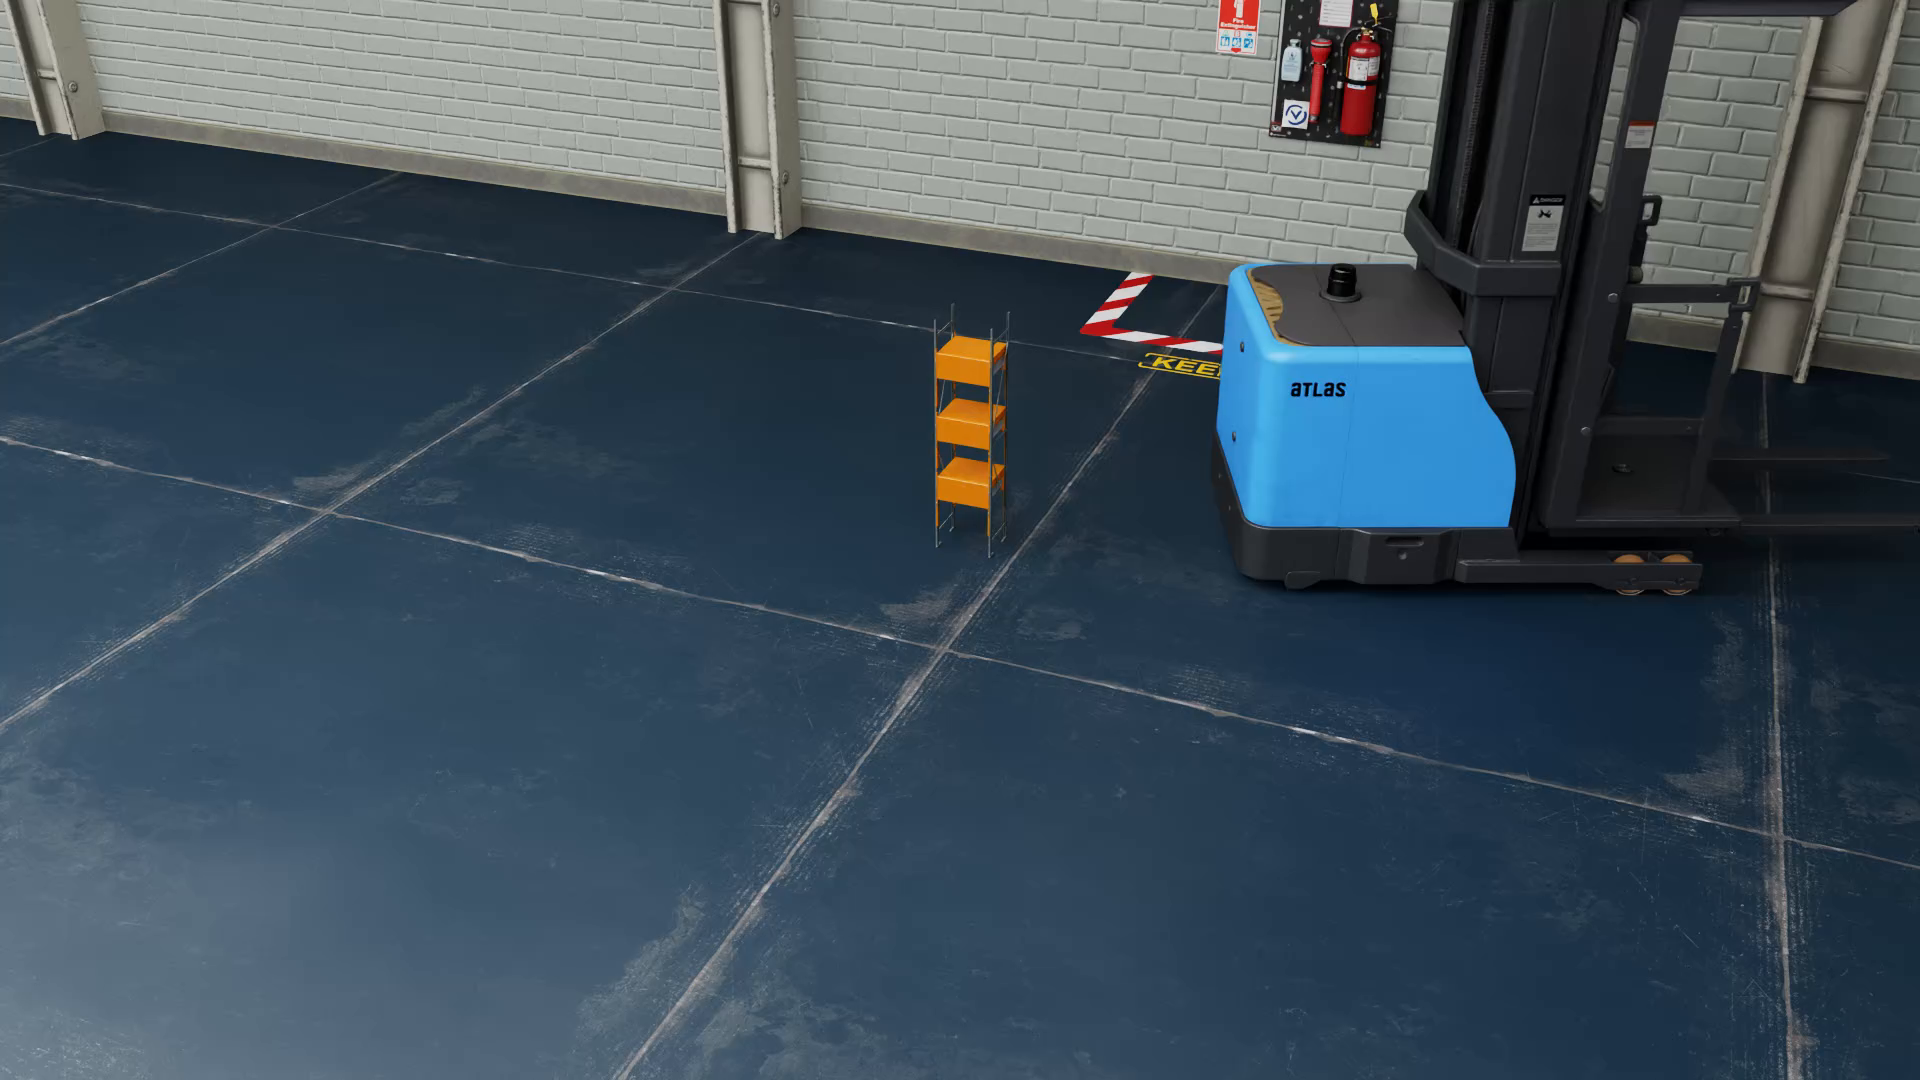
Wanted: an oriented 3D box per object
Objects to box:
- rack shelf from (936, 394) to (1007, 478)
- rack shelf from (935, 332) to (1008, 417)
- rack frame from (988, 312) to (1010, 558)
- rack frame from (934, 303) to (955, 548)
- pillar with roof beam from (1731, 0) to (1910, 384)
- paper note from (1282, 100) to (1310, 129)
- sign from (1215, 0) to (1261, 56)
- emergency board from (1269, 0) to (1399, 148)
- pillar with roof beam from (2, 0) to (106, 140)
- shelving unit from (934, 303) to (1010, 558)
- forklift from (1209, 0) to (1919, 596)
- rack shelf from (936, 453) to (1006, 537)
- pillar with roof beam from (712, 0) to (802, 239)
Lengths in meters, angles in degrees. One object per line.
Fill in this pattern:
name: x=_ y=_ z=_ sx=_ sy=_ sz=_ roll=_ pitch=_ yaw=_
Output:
rack shelf: x=0.050 y=-0.438 z=6.979 sx=0.240 sy=0.259 sz=0.215 roll=11 pitch=31 yaw=19
rack shelf: x=0.050 y=-0.685 z=6.840 sx=0.240 sy=0.259 sz=0.215 roll=11 pitch=31 yaw=19
rack frame: x=0.163 y=-0.425 z=6.934 sx=0.008 sy=1.050 sz=0.200 roll=11 pitch=31 yaw=19
rack frame: x=-0.063 y=-0.470 z=7.014 sx=0.008 sy=1.050 sz=0.200 roll=11 pitch=31 yaw=19
pillar with roof beam: x=2.676 y=-2.878 z=3.197 sx=0.400 sy=9.000 sz=9.100 roll=11 pitch=31 yaw=19
paper note: x=1.881 y=-2.385 z=9.316 sx=0.142 sy=0.148 sz=0.016 roll=11 pitch=31 yaw=19
sign: x=1.545 y=-2.869 z=9.241 sx=0.234 sy=0.329 sz=0.001 roll=11 pitch=31 yaw=19
emergency board: x=2.019 y=-2.704 z=8.985 sx=0.643 sy=1.169 sz=0.194 roll=11 pitch=31 yaw=19
pillar with roof beam: x=-8.443 y=-5.098 z=7.125 sx=0.400 sy=9.000 sz=9.100 roll=11 pitch=31 yaw=19
shelving unit: x=0.050 y=-0.447 z=6.974 sx=0.252 sy=1.050 sz=0.215 roll=11 pitch=31 yaw=19
forklift: x=2.663 y=-1.310 z=6.588 sx=3.031 sy=2.935 sz=1.130 roll=0 pitch=29 yaw=0
rack shelf: x=0.050 y=-0.196 z=7.116 sx=0.240 sy=0.259 sz=0.215 roll=11 pitch=31 yaw=19
pillar with roof beam: x=-2.884 y=-3.988 z=5.161 sx=0.400 sy=9.000 sz=9.100 roll=11 pitch=31 yaw=19
